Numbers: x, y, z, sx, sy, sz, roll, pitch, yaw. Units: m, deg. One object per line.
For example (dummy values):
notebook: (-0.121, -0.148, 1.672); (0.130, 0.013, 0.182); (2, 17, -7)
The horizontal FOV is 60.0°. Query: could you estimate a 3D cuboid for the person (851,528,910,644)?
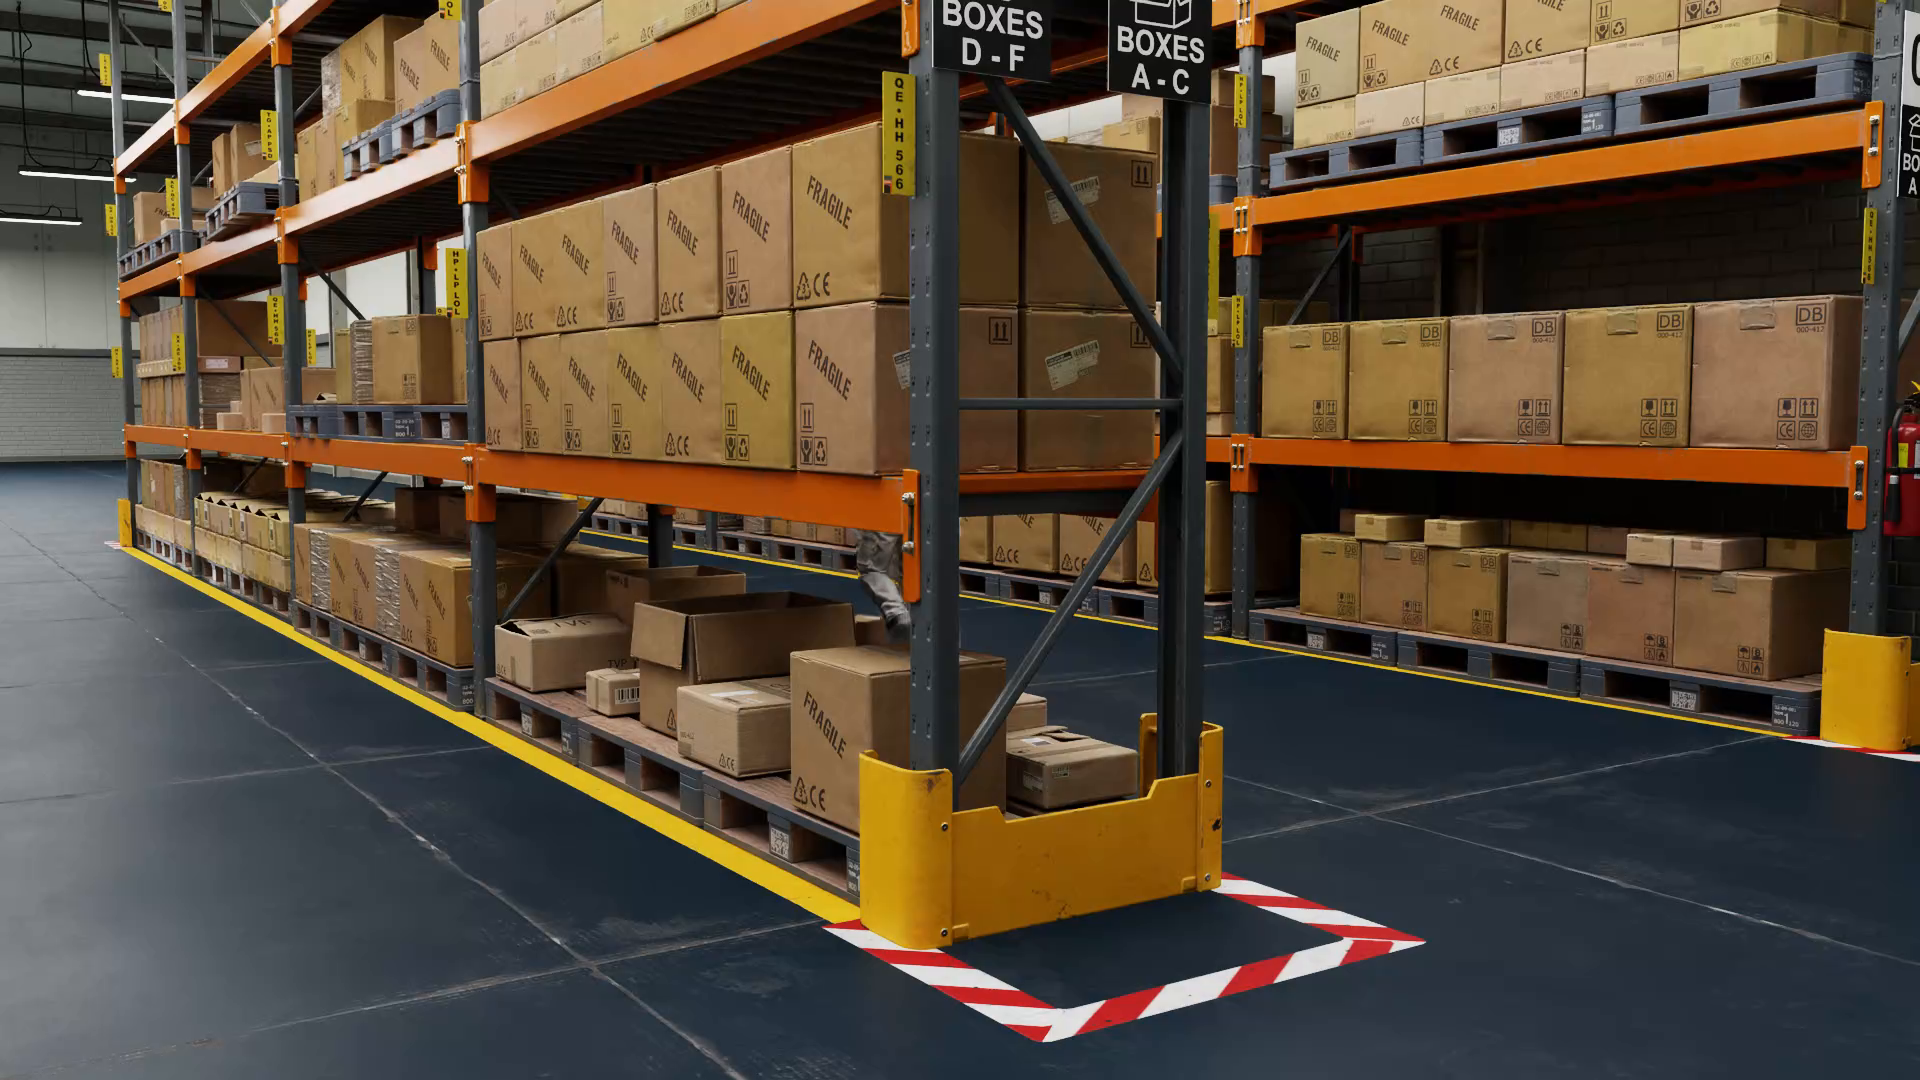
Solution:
person: (-0.341, -0.163, 9.580); (0.579, 1.769, 0.722); (-2, 5, -19)
